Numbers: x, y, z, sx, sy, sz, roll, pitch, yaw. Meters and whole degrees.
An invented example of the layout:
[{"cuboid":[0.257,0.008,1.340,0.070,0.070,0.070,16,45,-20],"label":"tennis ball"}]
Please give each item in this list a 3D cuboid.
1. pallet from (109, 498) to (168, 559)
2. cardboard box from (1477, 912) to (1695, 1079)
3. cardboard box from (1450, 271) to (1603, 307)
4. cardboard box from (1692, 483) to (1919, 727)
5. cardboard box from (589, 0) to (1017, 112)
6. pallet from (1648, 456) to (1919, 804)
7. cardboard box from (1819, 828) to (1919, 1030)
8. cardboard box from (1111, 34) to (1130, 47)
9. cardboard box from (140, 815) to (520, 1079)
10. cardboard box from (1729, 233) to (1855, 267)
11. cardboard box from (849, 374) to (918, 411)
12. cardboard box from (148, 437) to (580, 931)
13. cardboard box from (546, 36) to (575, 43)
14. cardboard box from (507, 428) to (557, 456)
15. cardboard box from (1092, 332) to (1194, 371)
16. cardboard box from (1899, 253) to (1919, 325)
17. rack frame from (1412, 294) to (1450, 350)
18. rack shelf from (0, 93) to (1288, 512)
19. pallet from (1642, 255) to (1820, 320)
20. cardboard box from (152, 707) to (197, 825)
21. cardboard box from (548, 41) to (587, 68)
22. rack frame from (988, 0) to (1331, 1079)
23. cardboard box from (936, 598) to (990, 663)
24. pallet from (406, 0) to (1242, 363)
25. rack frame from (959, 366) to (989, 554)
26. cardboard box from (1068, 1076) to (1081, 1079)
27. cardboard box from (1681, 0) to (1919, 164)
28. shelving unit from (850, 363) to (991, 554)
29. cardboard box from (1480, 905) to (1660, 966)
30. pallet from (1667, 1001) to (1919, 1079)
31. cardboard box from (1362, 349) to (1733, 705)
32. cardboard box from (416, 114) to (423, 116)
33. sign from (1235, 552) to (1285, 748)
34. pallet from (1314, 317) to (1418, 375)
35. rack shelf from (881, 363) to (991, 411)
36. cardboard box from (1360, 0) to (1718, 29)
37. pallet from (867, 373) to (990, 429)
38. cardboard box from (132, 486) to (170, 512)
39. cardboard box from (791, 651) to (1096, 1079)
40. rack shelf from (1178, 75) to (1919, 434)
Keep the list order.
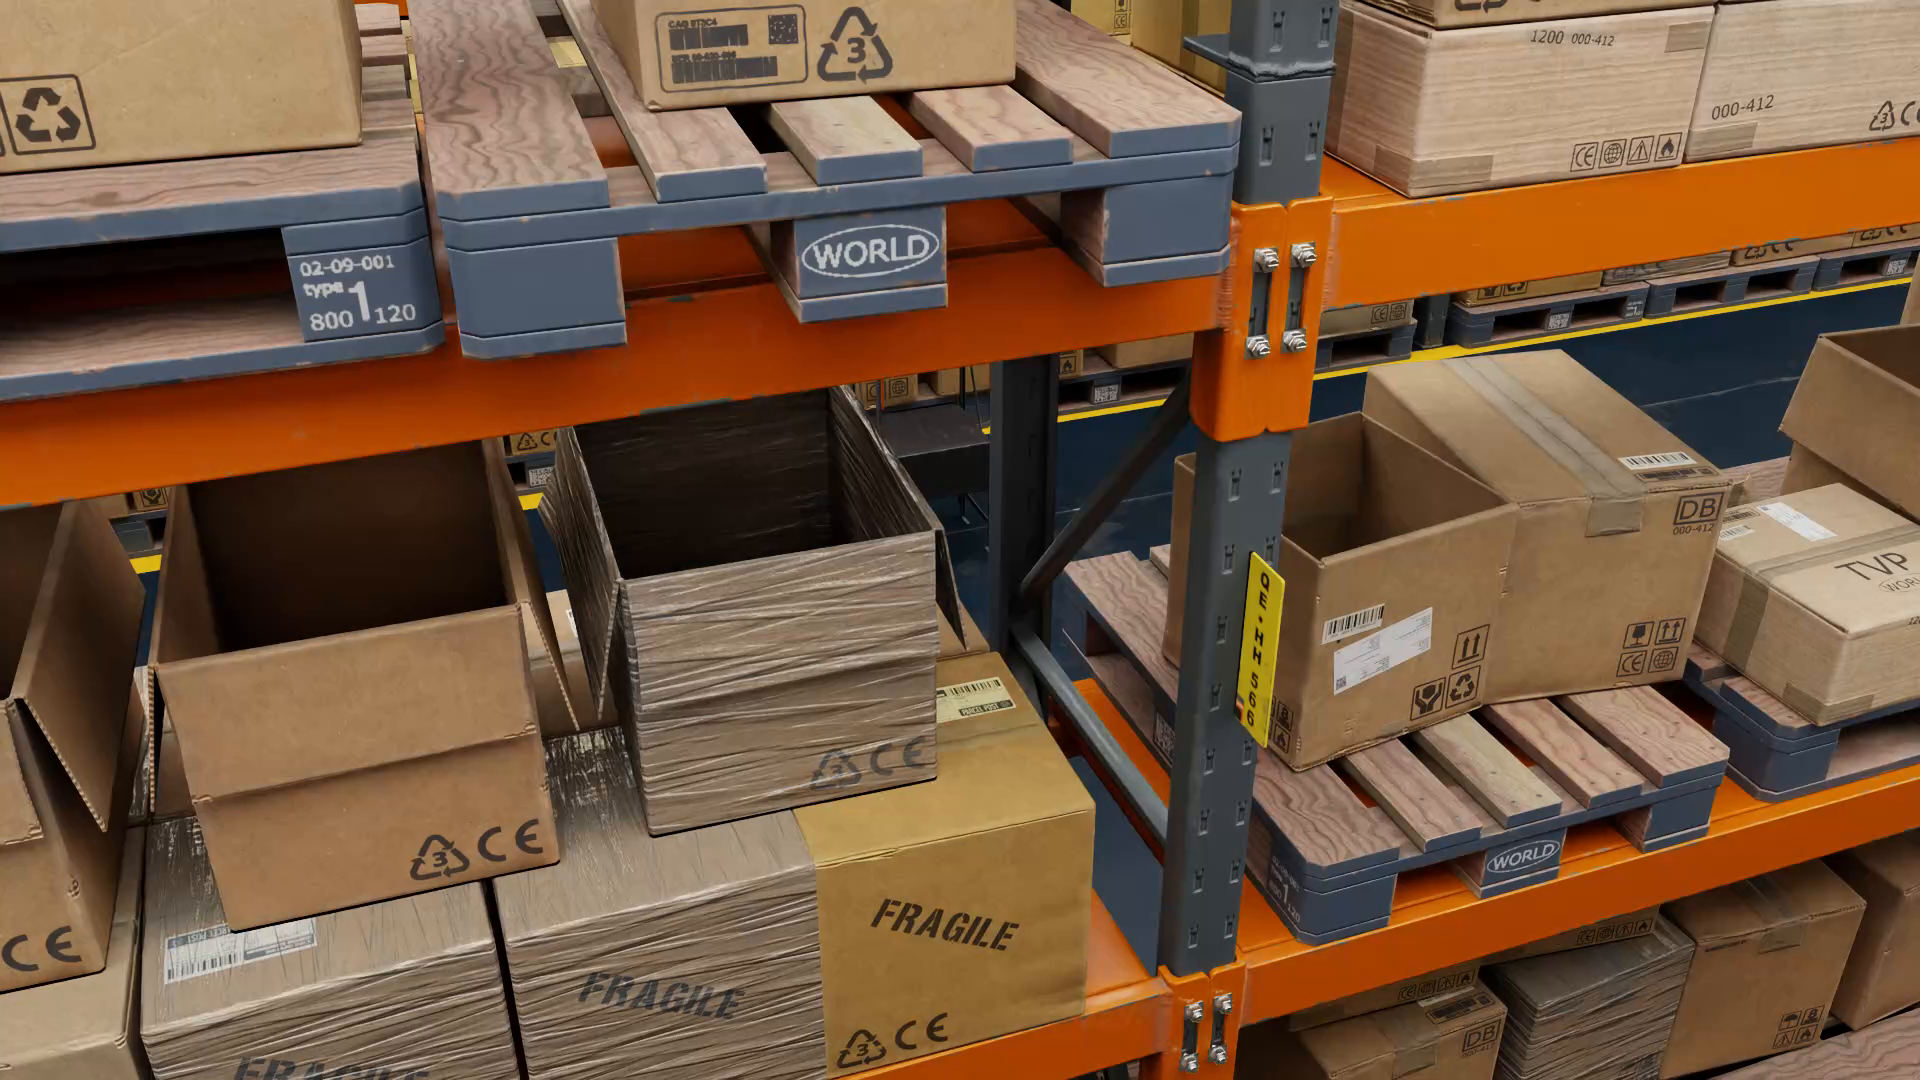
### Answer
[{"cuboid":[-3.215,-0.335,7.624,1.213,0.211,1.003,-10,31,-18],"label":"pallet"},{"cuboid":[1.430,1.098,4.374,0.500,0.500,0.700,-13,32,-22],"label":"cardboard box"},{"cuboid":[3.022,-1.915,9.303,0.875,0.875,0.875,-10,31,-17],"label":"cardboard box"},{"cuboid":[1.945,0.130,3.720,0.500,0.250,0.500,-11,32,-19],"label":"cardboard box"},{"cuboid":[-0.253,-0.962,2.351,0.637,0.503,0.797,-9,31,-15],"label":"cardboard box"},{"cuboid":[2.135,0.152,4.147,1.213,0.211,1.003,-10,31,-18],"label":"pallet"},{"cuboid":[2.482,0.900,4.720,0.500,0.500,0.700,-13,32,-22],"label":"cardboard box"},{"cuboid":[0.590,-2.146,7.885,0.500,0.500,0.500,-11,31,-18],"label":"cardboard box"},{"cuboid":[-1.037,0.761,2.784,0.500,0.500,0.500,-11,32,-19],"label":"cardboard box"},{"cuboid":[4.721,-2.229,9.854,0.875,0.875,0.875,-11,31,-18],"label":"cardboard box"},{"cuboid":[-0.739,-1.158,8.100,0.750,0.750,1.050,-11,31,-18],"label":"cardboard box"},{"cuboid":[-1.009,0.180,2.789,0.637,0.503,0.797,-10,31,-16],"label":"cardboard box"},{"cuboid":[-1.846,-2.230,7.363,0.250,0.149,0.380,-10,31,-18],"label":"cardboard box"},{"cuboid":[-1.867,-0.751,7.638,0.500,0.500,0.500,-11,31,-18],"label":"cardboard box"},{"cuboid":[0.952,-1.471,8.650,0.750,0.750,1.050,-10,31,-18],"label":"cardboard box"},{"cuboid":[3.249,-0.632,4.299,1.000,1.000,1.000,-10,31,-17],"label":"cardboard box"},{"cuboid":[2.408,-2.580,8.748,0.127,3.000,1.000,-10,31,-18],"label":"rack frame"},{"cuboid":[-1.581,-0.216,2.296,4.000,0.370,1.077,-10,31,-18],"label":"rack shelf"},{"cuboid":[4.293,-1.675,9.978,1.213,0.211,1.003,-10,31,-18],"label":"pallet"},{"cuboid":[-1.218,0.524,3.199,0.500,0.500,0.500,-11,31,-19],"label":"cardboard box"},{"cuboid":[-1.640,-1.924,6.825,0.250,0.149,0.380,-12,32,-20],"label":"cardboard box"},{"cuboid":[0.294,0.429,3.466,0.127,3.000,1.000,-10,31,-18],"label":"rack frame"},{"cuboid":[-0.257,0.344,3.516,0.500,0.500,0.500,-10,31,-16],"label":"cardboard box"},{"cuboid":[-0.291,-0.656,2.532,1.003,0.211,1.213,-9,31,-15],"label":"pallet"},{"cuboid":[0.074,-0.926,6.754,0.015,2.100,0.400,-10,31,-18],"label":"rack frame"},{"cuboid":[-0.360,1.280,3.696,0.875,0.875,1.225,-12,32,-20],"label":"cardboard box"},{"cuboid":[1.304,-0.860,2.851,0.500,0.250,0.500,-10,31,-16],"label":"cardboard box"},{"cuboid":[-0.155,-0.884,6.680,0.503,2.100,0.431,-10,31,-18],"label":"shelving unit"},{"cuboid":[1.405,0.773,4.187,0.500,0.250,0.500,-7,30,-12],"label":"cardboard box"},{"cuboid":[2.168,1.298,4.758,1.213,0.211,1.003,-10,31,-18],"label":"pallet"},{"cuboid":[1.274,-0.051,3.784,0.500,0.500,0.700,-6,30,-10],"label":"cardboard box"},{"cuboid":[-2.140,-1.702,6.736,0.250,0.149,0.380,-10,31,-16],"label":"cardboard box"},{"cuboid":[0.491,0.183,2.728,0.005,0.325,0.100,-10,31,-18],"label":"sign"},{"cuboid":[1.711,-1.200,9.143,1.213,0.211,1.003,-10,31,-18],"label":"pallet"},{"cuboid":[-0.155,-0.872,6.687,0.480,0.518,0.431,-10,31,-18],"label":"rack shelf"},{"cuboid":[0.824,-1.096,2.508,0.500,0.500,0.500,-10,31,-17],"label":"cardboard box"},{"cuboid":[-0.576,-0.779,8.404,1.213,0.211,1.003,-10,31,-18],"label":"pallet"},{"cuboid":[-3.323,-0.488,7.178,0.500,0.500,0.500,-10,31,-17],"label":"cardboard box"},{"cuboid":[-0.082,0.586,3.090,0.500,0.500,0.500,-9,31,-16],"label":"cardboard box"},{"cuboid":[2.168,-0.907,3.508,4.000,0.370,1.077,-10,31,-18],"label":"rack shelf"}]
